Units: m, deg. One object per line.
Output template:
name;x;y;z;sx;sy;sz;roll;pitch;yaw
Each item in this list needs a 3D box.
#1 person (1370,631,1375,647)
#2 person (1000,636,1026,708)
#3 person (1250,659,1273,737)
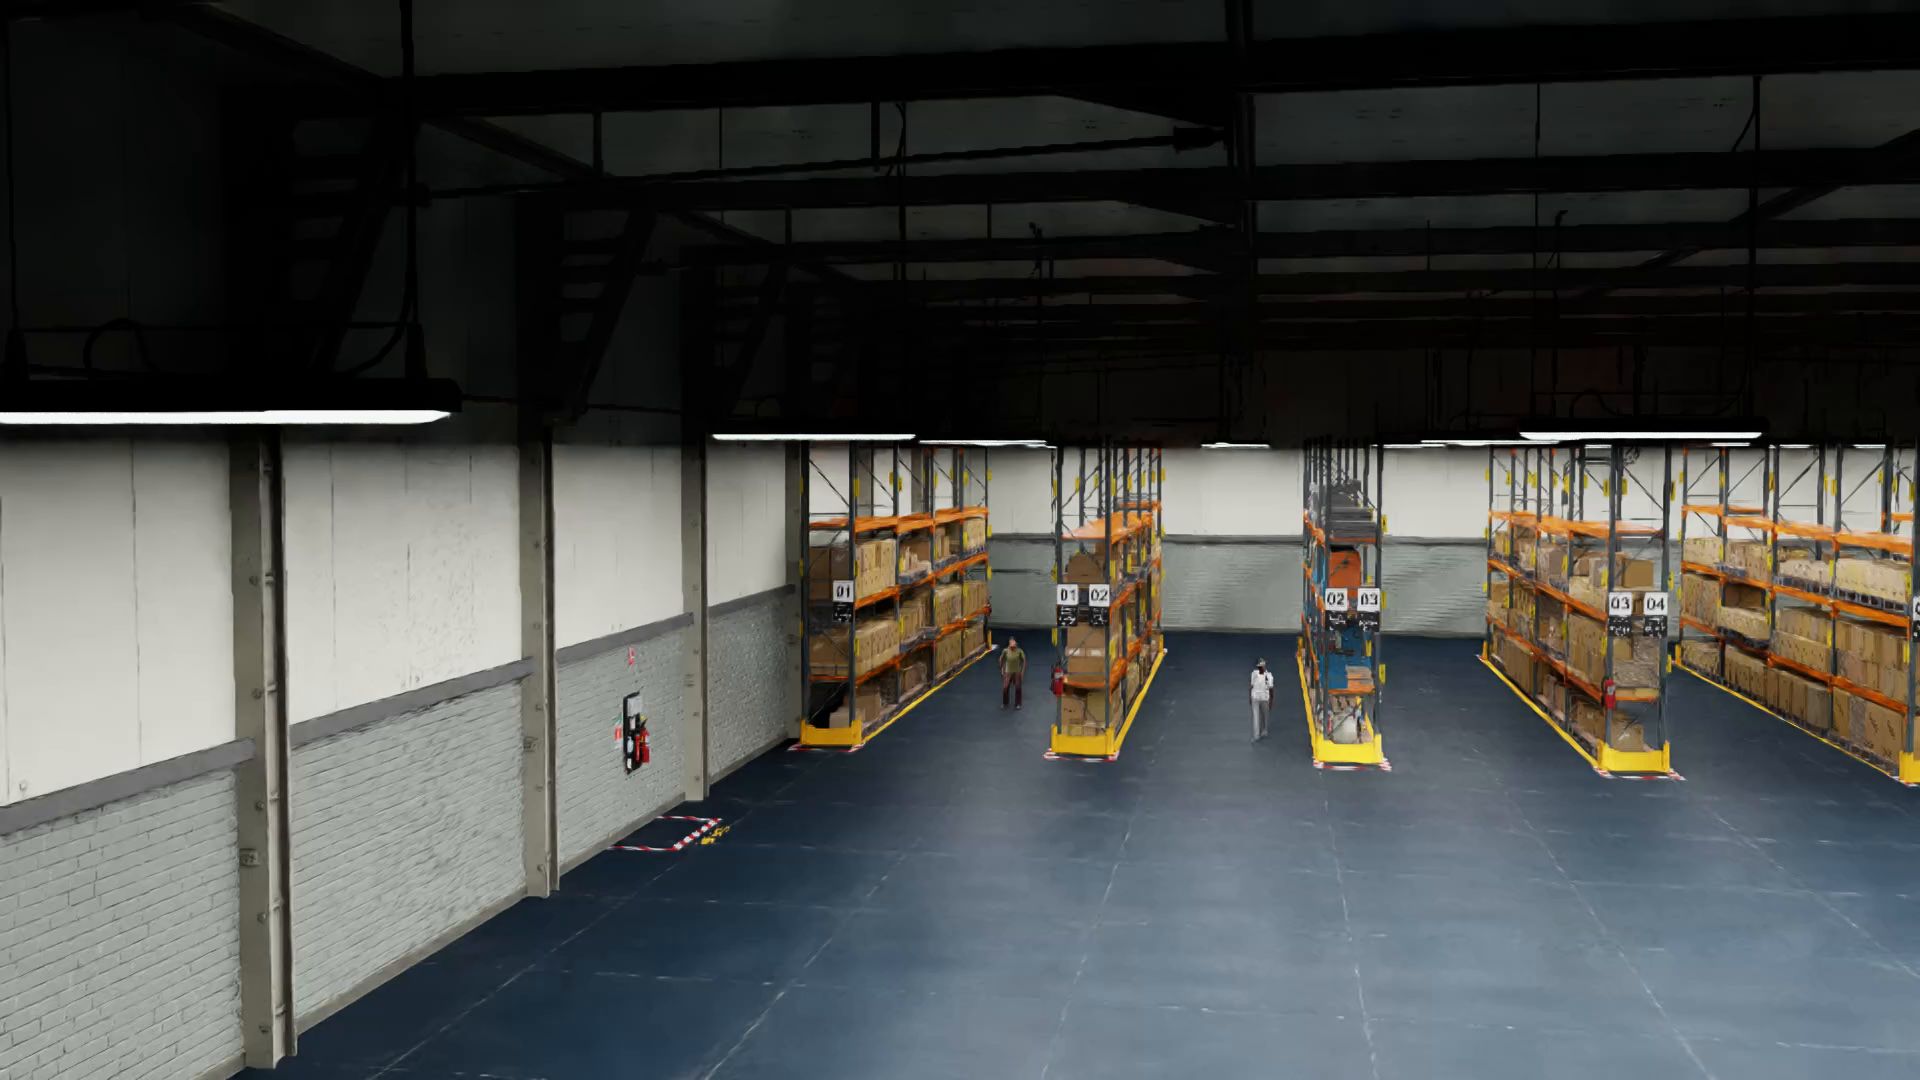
person;11.888;2.321;48.441;0.652;1.583;0.488;-2;4;-34
person;1.170;2.929;36.828;0.598;1.619;0.507;0;3;8
person;5.984;3.102;32.971;0.445;1.543;0.894;0;3;8
